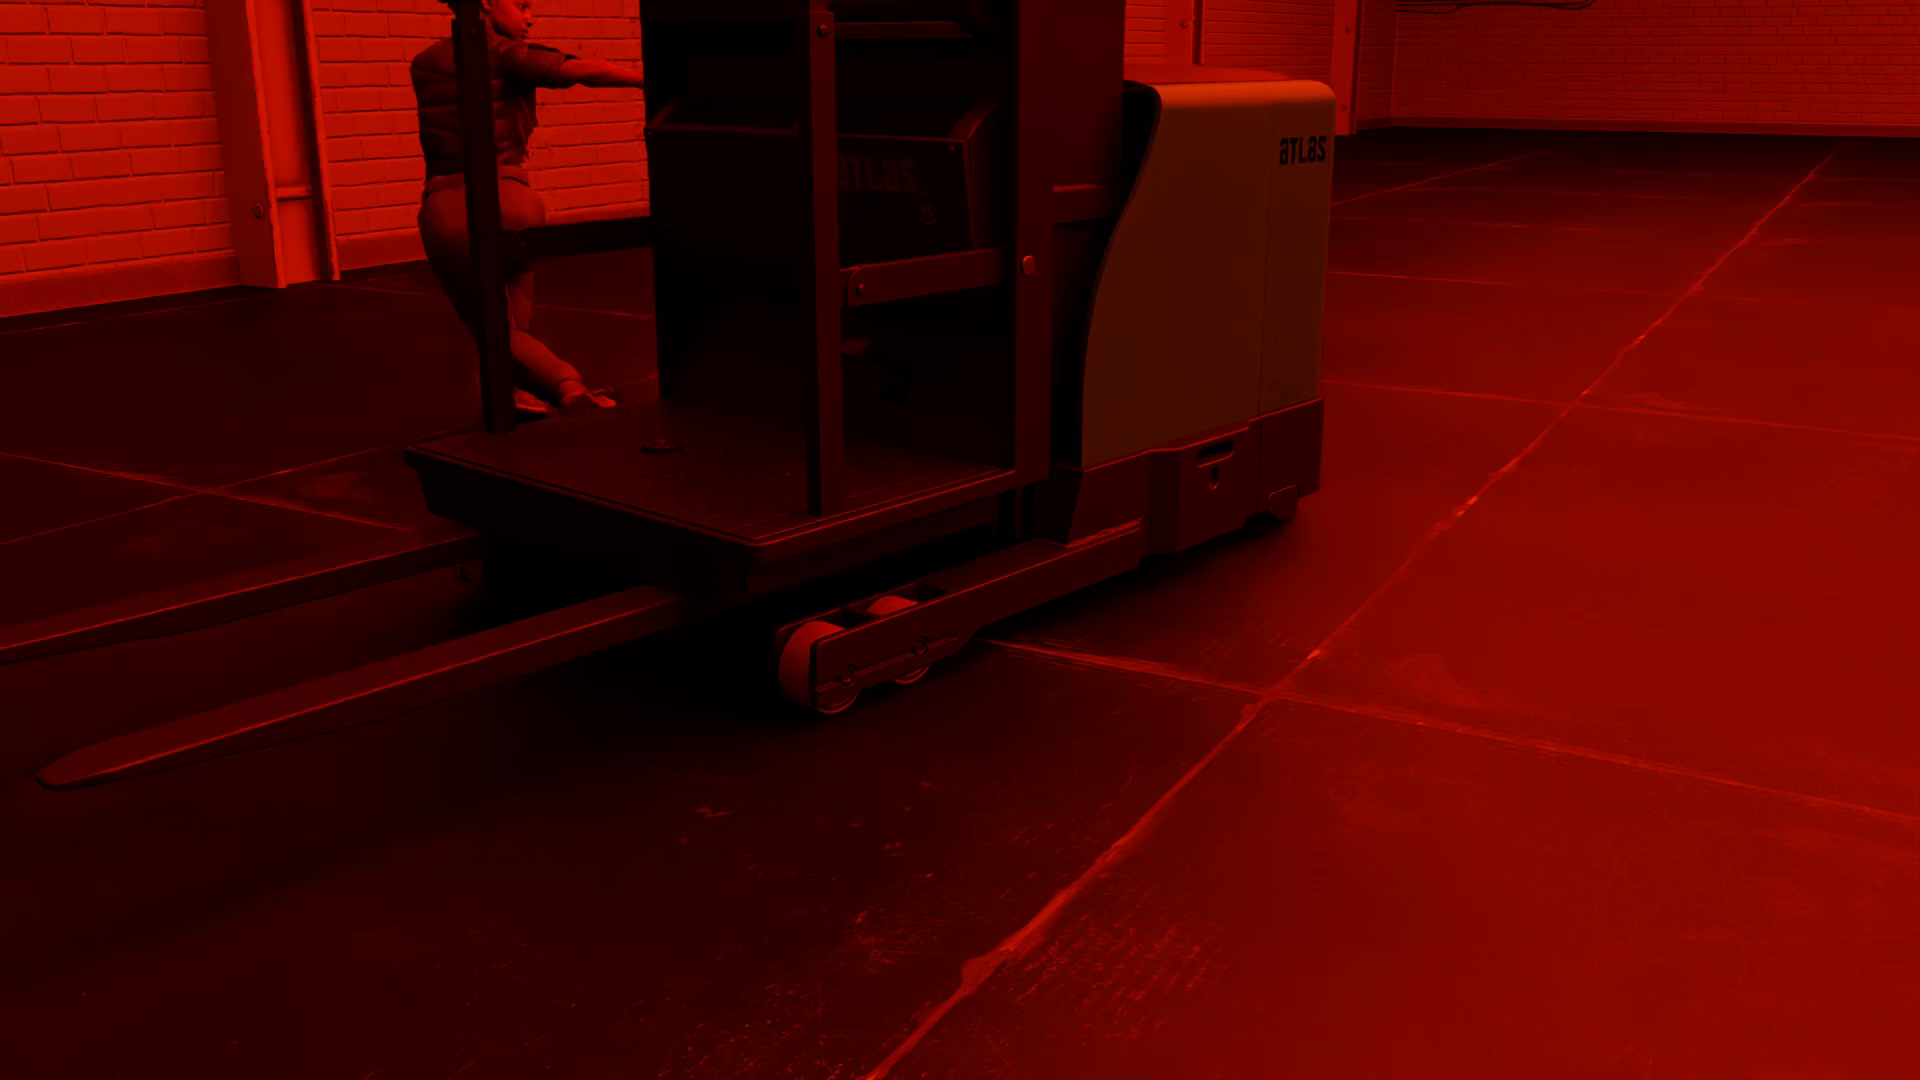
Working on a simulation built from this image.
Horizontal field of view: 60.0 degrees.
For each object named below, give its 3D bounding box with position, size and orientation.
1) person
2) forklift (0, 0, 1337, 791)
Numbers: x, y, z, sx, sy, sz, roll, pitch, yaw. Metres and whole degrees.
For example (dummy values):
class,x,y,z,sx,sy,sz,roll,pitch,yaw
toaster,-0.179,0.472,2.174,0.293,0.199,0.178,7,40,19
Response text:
class,x,y,z,sx,sy,sz,roll,pitch,yaw
person,-1.248,-1.032,5.089,0.795,1.406,1.088,-2,16,-5
forklift,-0.433,-1.254,3.111,1.130,2.935,3.031,14,21,39
